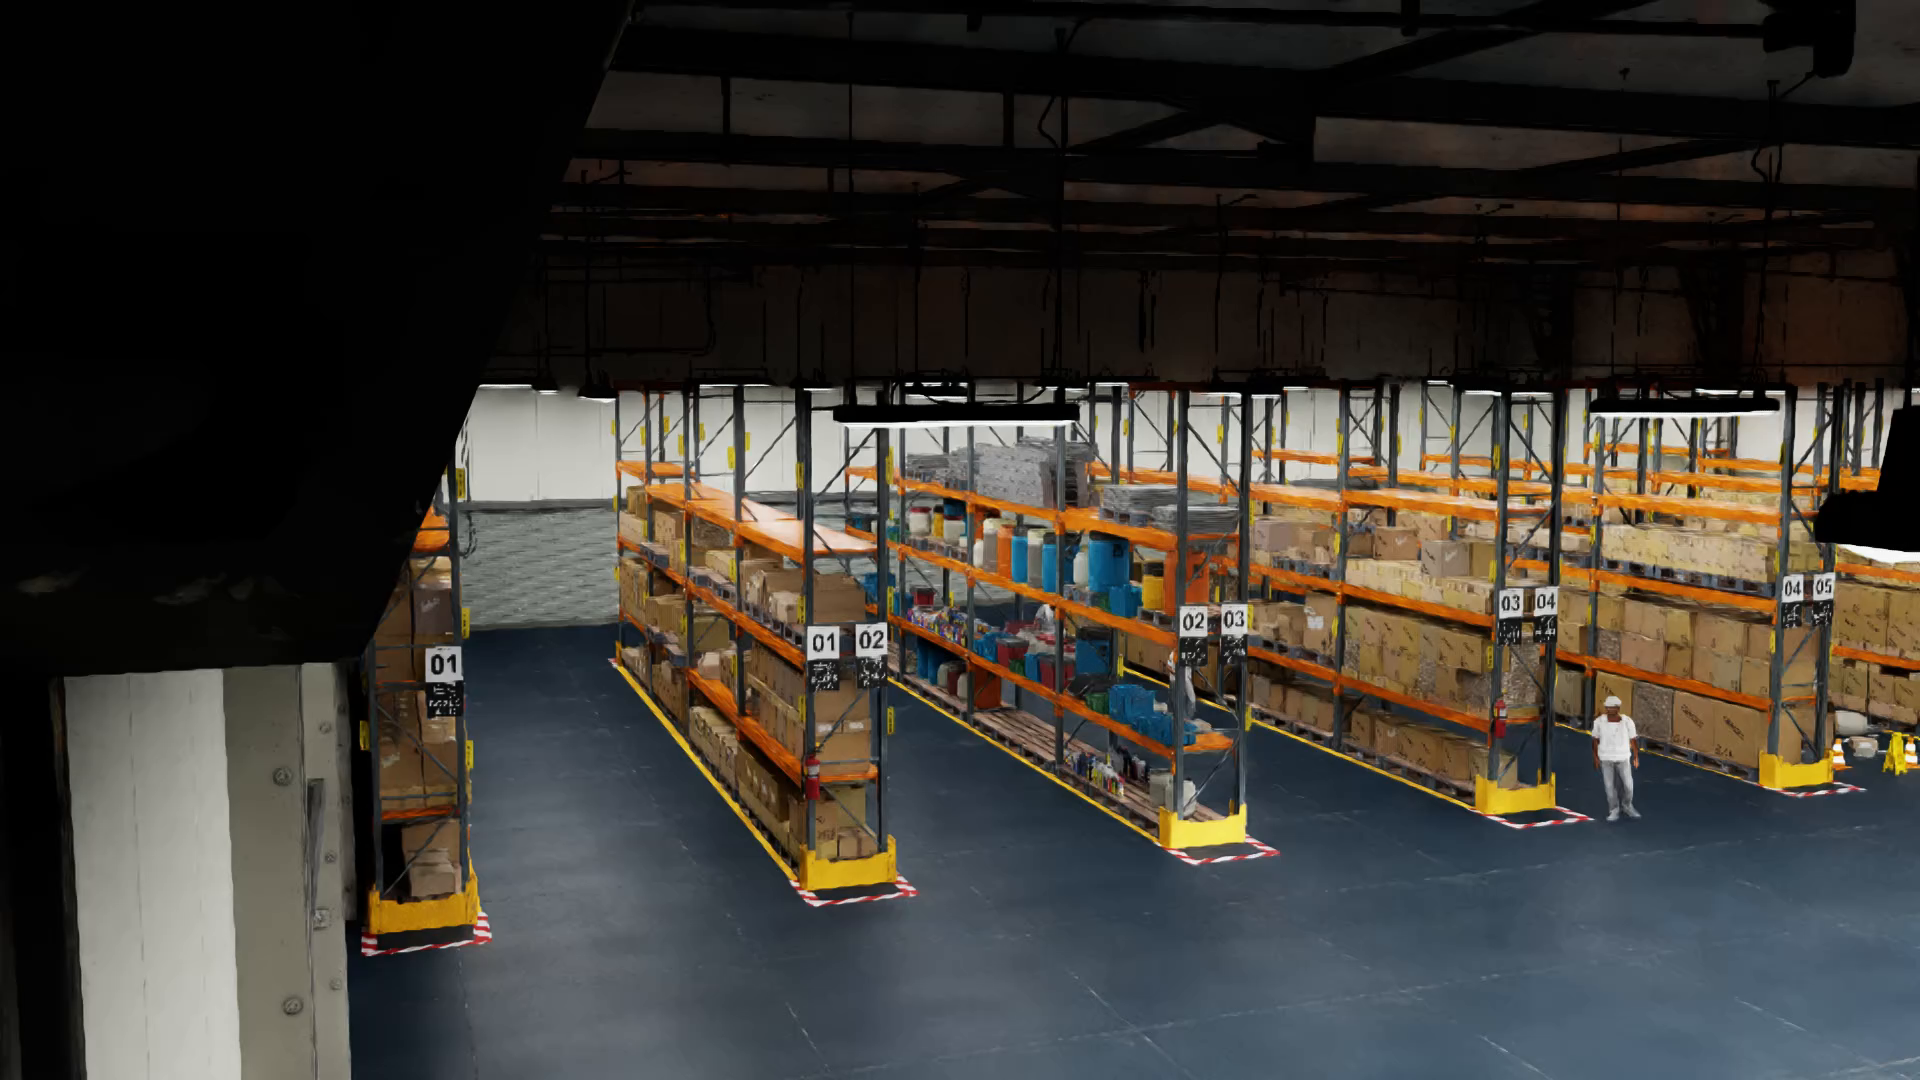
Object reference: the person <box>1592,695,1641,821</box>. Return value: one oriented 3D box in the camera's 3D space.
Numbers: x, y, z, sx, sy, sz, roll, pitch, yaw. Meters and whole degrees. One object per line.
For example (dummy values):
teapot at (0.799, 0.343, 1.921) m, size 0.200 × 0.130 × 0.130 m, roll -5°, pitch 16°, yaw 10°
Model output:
person at (9.125, 3.020, 23.079) m, size 0.680 × 1.755 × 0.455 m, roll 3°, pitch 7°, yaw 23°

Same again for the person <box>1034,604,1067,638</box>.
person at (1.851, 1.897, 33.883) m, size 0.702 × 1.735 × 0.549 m, roll -2°, pitch 6°, yaw -21°

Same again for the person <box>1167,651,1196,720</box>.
person at (3.882, 2.450, 29.123) m, size 0.609 × 1.627 × 0.807 m, roll -2°, pitch 6°, yaw -14°
